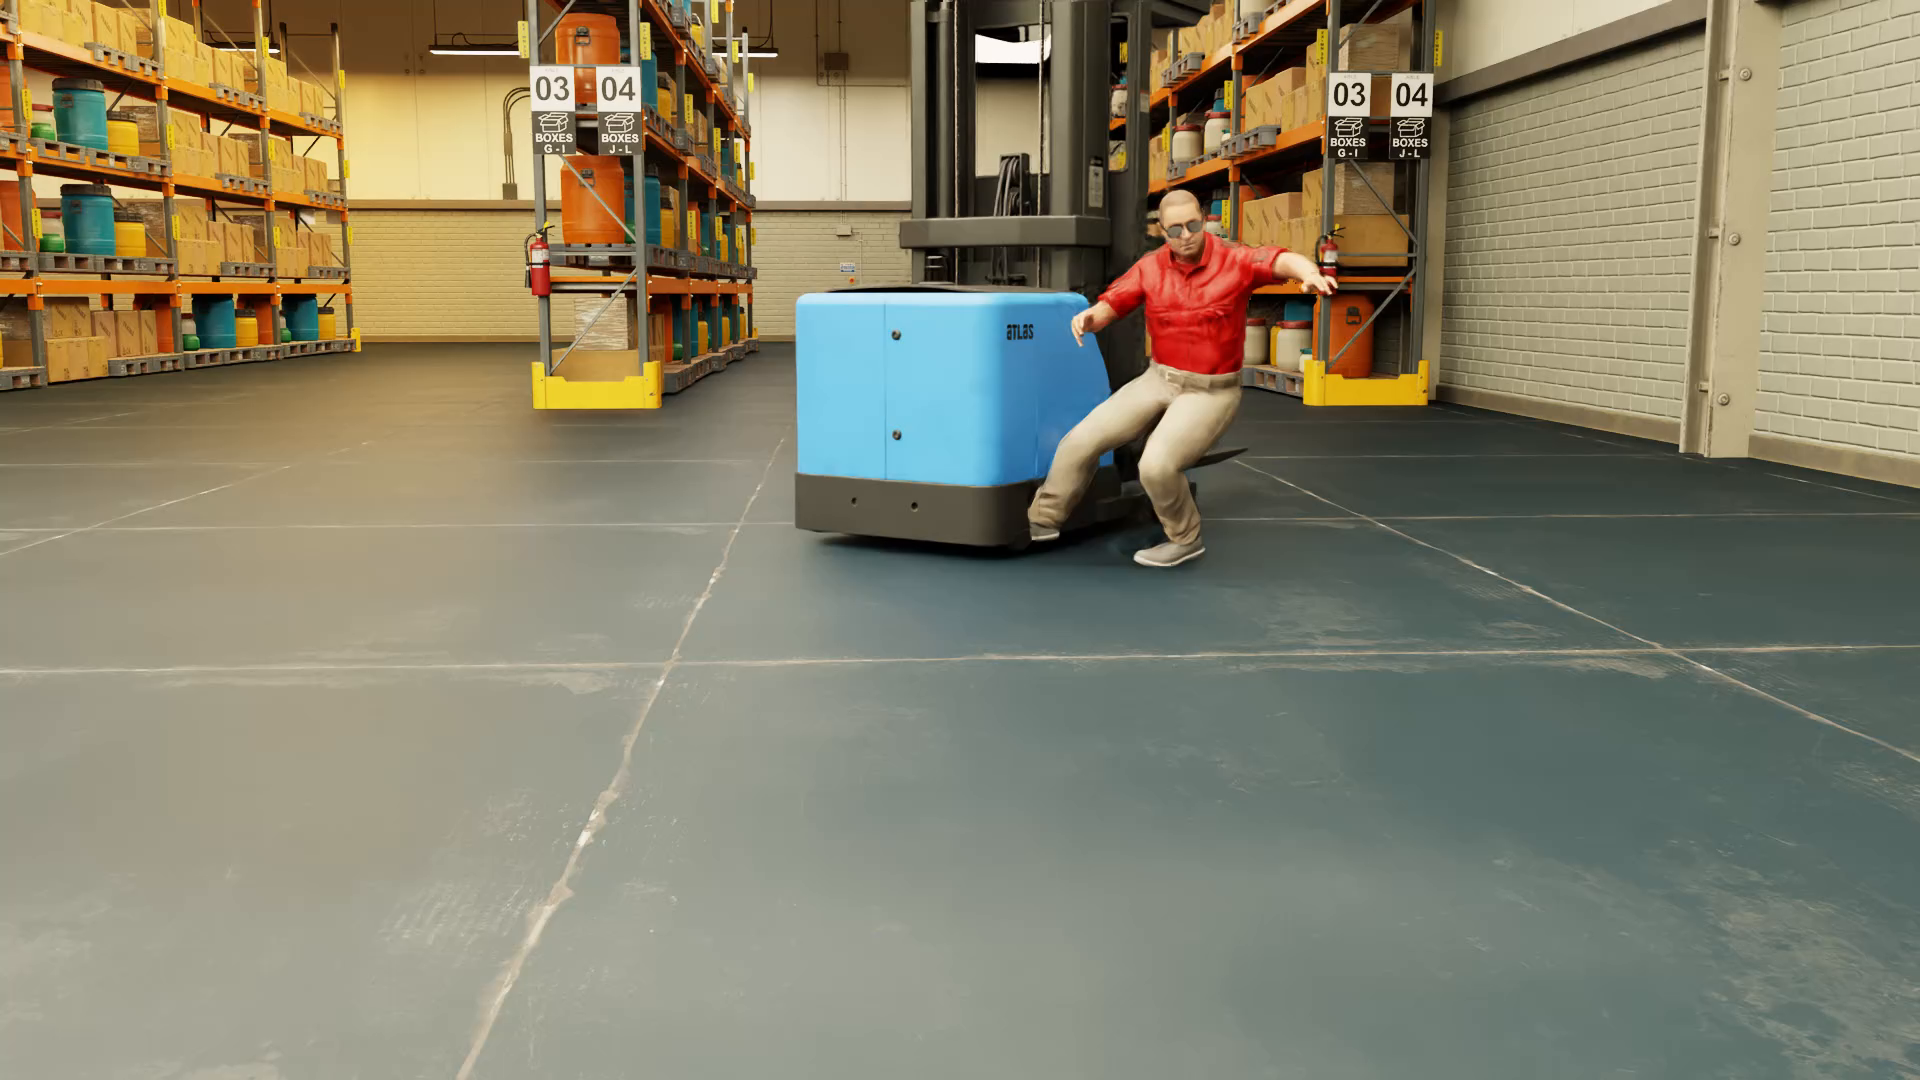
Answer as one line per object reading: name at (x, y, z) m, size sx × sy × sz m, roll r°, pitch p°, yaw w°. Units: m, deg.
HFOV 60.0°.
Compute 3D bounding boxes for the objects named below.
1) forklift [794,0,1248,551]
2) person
forklift at (0.503, -1.578, 7.956) m, size 1.130 × 2.935 × 3.031 m, roll 5°, pitch 10°, yaw 32°
person at (0.774, -0.605, 6.437) m, size 1.567 × 1.469 × 0.791 m, roll 5°, pitch 10°, yaw 30°
